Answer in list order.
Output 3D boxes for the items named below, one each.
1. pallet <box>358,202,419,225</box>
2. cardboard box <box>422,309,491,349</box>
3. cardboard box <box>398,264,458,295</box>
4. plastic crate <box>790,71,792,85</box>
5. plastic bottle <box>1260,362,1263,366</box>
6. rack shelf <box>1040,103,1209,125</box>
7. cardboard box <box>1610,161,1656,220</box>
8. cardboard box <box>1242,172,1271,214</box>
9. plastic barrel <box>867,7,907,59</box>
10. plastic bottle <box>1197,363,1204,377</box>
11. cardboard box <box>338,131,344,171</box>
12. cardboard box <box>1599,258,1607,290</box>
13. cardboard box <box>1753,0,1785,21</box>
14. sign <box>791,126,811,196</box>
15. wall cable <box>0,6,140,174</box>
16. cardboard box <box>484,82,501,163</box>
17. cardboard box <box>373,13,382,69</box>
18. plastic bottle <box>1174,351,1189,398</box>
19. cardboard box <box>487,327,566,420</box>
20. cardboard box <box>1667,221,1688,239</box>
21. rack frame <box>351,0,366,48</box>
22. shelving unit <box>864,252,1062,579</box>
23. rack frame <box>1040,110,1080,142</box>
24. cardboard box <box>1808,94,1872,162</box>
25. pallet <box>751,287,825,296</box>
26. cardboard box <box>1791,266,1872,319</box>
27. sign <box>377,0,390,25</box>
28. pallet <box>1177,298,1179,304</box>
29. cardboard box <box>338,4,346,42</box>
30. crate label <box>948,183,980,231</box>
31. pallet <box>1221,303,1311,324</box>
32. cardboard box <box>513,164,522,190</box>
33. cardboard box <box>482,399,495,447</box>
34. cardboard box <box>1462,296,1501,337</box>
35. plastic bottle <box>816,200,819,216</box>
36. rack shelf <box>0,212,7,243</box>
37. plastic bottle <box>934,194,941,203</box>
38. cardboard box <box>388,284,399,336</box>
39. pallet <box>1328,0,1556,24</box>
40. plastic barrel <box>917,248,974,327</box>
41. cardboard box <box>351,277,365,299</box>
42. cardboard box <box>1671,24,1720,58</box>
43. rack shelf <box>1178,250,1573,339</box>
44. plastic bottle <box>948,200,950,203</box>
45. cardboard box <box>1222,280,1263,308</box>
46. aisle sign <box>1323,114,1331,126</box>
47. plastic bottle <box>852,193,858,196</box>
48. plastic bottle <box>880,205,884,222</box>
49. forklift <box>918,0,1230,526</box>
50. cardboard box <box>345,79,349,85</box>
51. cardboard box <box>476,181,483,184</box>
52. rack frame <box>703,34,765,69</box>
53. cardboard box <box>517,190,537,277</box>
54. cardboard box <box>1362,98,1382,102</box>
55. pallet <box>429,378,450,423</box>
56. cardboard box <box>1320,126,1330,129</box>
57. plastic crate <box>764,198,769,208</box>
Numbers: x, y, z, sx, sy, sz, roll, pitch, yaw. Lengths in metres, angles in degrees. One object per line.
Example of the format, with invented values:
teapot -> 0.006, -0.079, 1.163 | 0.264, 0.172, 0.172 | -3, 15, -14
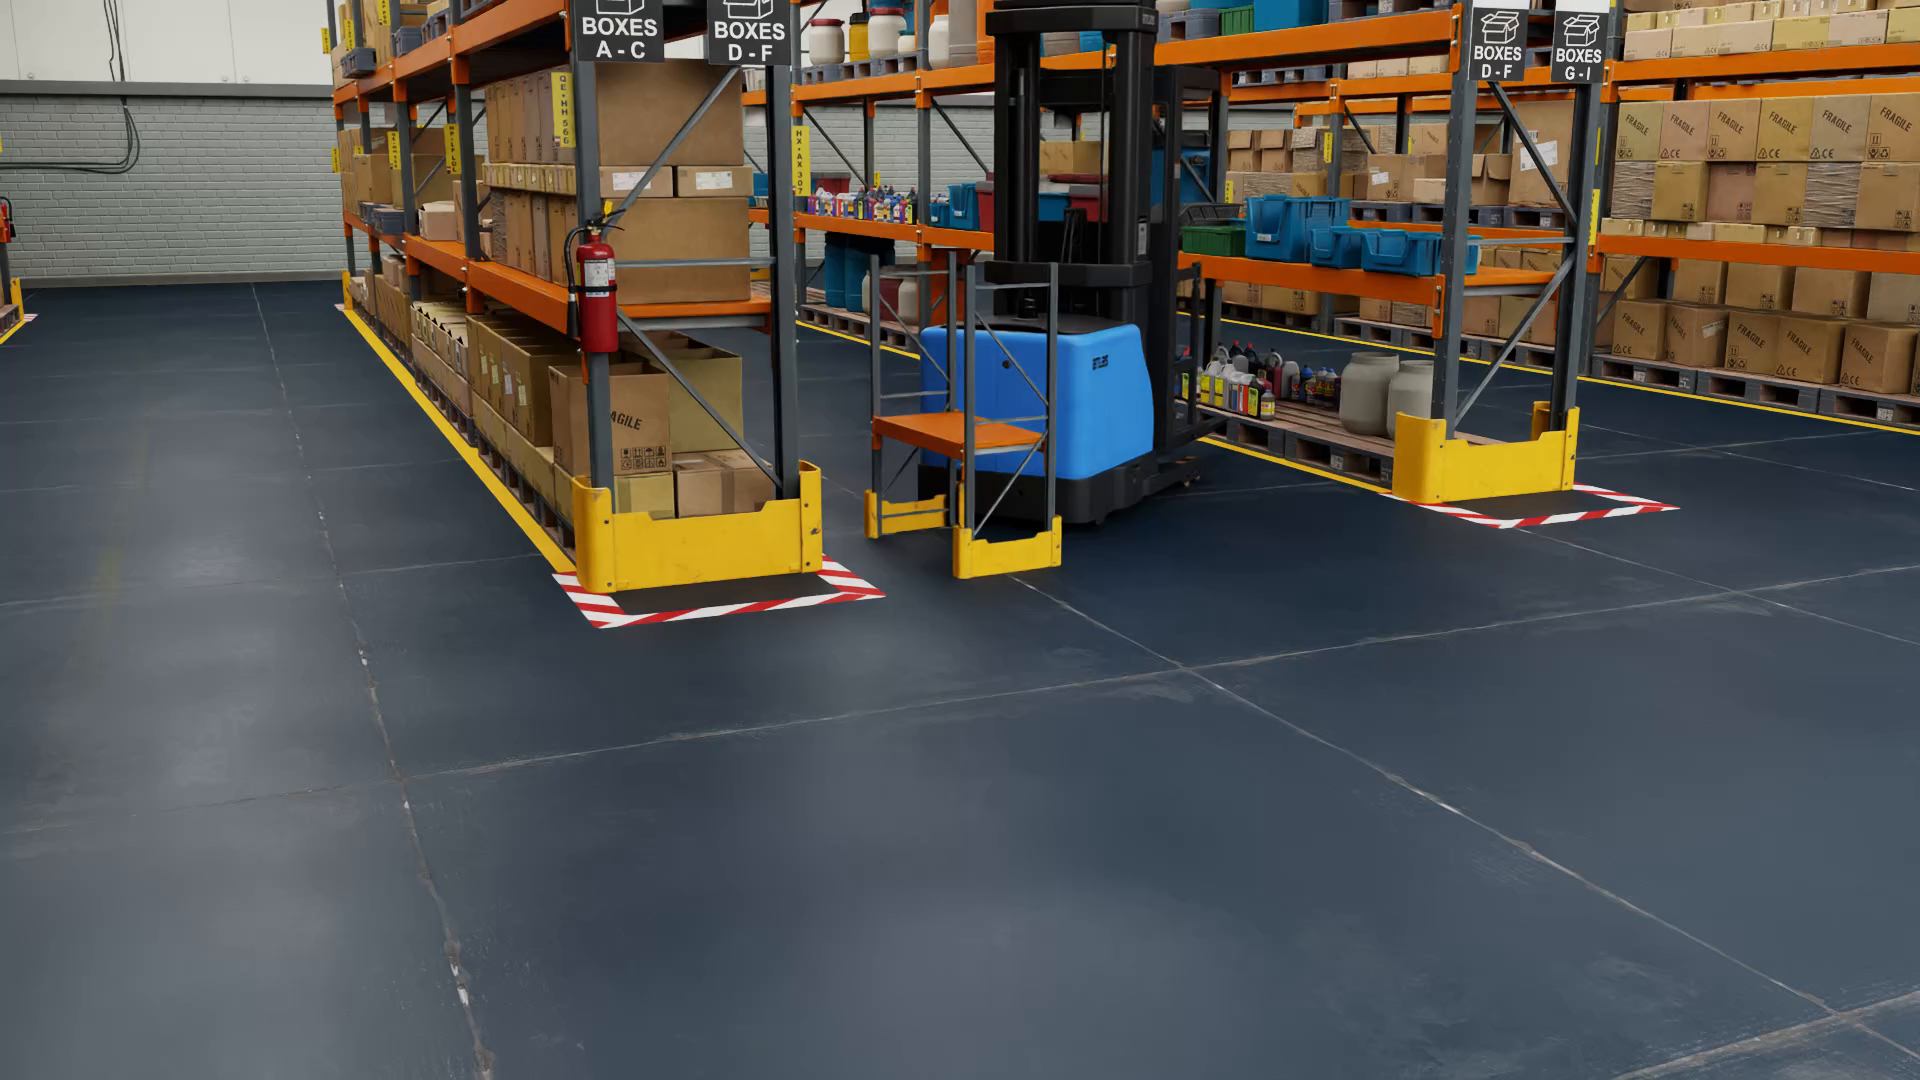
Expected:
pallet -> -5.862, -3.510, 17.809 | 1.003, 0.211, 1.213 | -6, 14, -23
cardboard box -> -4.118, -1.742, 13.668 | 0.500, 0.311, 0.500 | -6, 14, -24
cardboard box -> -5.096, -2.497, 15.912 | 0.500, 0.250, 0.500 | -5, 14, -21
plastic crate -> -1.988, -5.644, 20.419 | 0.450, 0.188, 0.662 | -6, 14, -23
plastic bottle -> 2.365, -1.287, 12.826 | 0.061, 0.283, 0.133 | -5, 14, -19
rack shelf -> 2.195, -6.197, 23.934 | 1.077, 0.370, 4.000 | -6, 14, -23
cardboard box -> 6.325, -3.115, 14.794 | 0.875, 0.500, 0.500 | -6, 14, -23
cardboard box -> 3.769, -4.185, 20.078 | 0.500, 0.500, 0.500 | -6, 14, -25
plastic barrel -> -0.788, -5.484, 18.026 | 0.433, 0.535, 0.433 | 0, 13, 0
plastic bottle -> 1.775, -1.187, 12.422 | 0.097, 0.271, 0.097 | 0, 13, 0
cardboard box -> -7.748, -5.025, 21.491 | 0.500, 0.500, 0.500 | -5, 14, -21
cardboard box -> 8.476, -3.480, 21.866 | 0.500, 0.500, 0.500 | -5, 14, -21
cardboard box -> 6.606, -4.241, 13.339 | 0.380, 0.149, 0.250 | -6, 14, -24
sign -> -0.764, -1.809, 7.936 | 0.100, 0.325, 0.005 | -6, 14, -23
wall cable -> -14.160, -6.768, 25.040 | 3.097, 2.526, 0.112 | -6, 14, -23
cardboard box -> -2.694, -2.715, 10.851 | 0.700, 0.500, 0.500 | -6, 14, -23
cardboard box -> -5.098, -4.762, 15.919 | 0.910, 0.500, 0.500 | -6, 14, -23
plastic bottle -> 1.682, -1.253, 12.530 | 0.144, 0.351, 0.185 | -6, 14, -25
cardboard box -> -2.578, -1.025, 10.152 | 0.500, 0.500, 0.500 | -6, 14, -23
cardboard box -> 6.334, -2.673, 14.324 | 0.380, 0.149, 0.250 | -6, 14, -23
rack frame -> -6.082, -6.701, 17.867 | 1.000, 3.000, 0.127 | -6, 14, -23
shelving unit -> -0.004, -0.677, 8.468 | 0.587, 1.500, 1.083 | -7, 15, -28
rack frame -> 1.394, -5.499, 25.977 | 1.000, 3.000, 0.127 | -6, 14, -23
cardboard box -> 6.953, -3.172, 12.823 | 0.500, 0.500, 0.500 | -6, 14, -23
pallet -> -2.364, -3.268, 22.520 | 1.003, 0.211, 1.213 | -6, 14, -23
cardboard box -> 10.072, -2.875, 18.698 | 1.050, 0.750, 0.750 | -6, 14, -23
sign -> -4.978, -4.617, 14.366 | 0.100, 0.325, 0.005 | -6, 14, -23
pallet -> 2.764, -3.478, 23.430 | 1.003, 0.211, 1.213 | -6, 14, -23
cardboard box -> -7.341, -6.387, 20.720 | 0.700, 0.500, 0.500 | -6, 14, -23
crate label -> 0.211, -3.186, 15.906 | 0.502, 0.435, 0.616 | -6, 14, -23
pallet -> 3.867, -2.909, 20.971 | 1.003, 0.211, 1.213 | -6, 14, -23
cardboard box -> -2.427, -2.152, 9.854 | 0.380, 0.149, 0.250 | -6, 14, -25
cardboard box -> -2.774, -0.764, 10.684 | 0.500, 0.250, 0.500 | -6, 14, -23
cardboard box -> 5.577, -2.361, 16.986 | 0.700, 0.500, 0.500 | -7, 15, -28
plastic bottle -> -1.669, -3.964, 19.787 | 0.097, 0.201, 0.097 | 0, 13, 0
rack shelf -> -11.420, -3.393, 18.473 | 1.077, 0.370, 4.000 | -6, 14, -23
plastic bottle -> -0.238, -3.703, 18.477 | 0.061, 0.283, 0.133 | -6, 14, -23
cardboard box -> -5.492, -2.336, 16.877 | 0.500, 0.500, 0.500 | -6, 14, -25
pallet -> 3.023, -3.295, 10.221 | 1.003, 0.211, 1.213 | -6, 14, -23
plastic barrel -> -0.151, -2.646, 17.530 | 0.600, 0.830, 0.708 | -6, 14, -23
cardboard box -> -7.526, -3.238, 21.332 | 0.500, 0.250, 0.500 | -6, 14, -23
cardboard box -> 6.363, -4.183, 13.972 | 0.500, 0.250, 0.500 | -6, 14, -23
rack shelf -> 2.464, -1.809, 11.628 | 1.077, 0.370, 4.000 | -6, 14, -23
plastic bottle -> -0.079, -3.571, 17.933 | 0.097, 0.271, 0.097 | 0, 13, 0
cardboard box -> 3.991, -3.345, 20.451 | 1.225, 0.875, 0.875 | -6, 14, -23
aisle sign -> 6.225, -7.235, 27.712 | 0.394, 0.787, 0.004 | -6, 14, -23
plastic bottle -> -1.195, -3.857, 19.158 | 0.152, 0.276, 0.135 | -6, 14, -23
plastic bottle -> -0.809, -3.521, 17.870 | 0.097, 0.201, 0.097 | 0, 13, 0
forklift -> 0.885, -1.794, 10.122 | 1.130, 2.935, 3.031 | 7, 15, 26
cardboard box -> -6.919, -5.450, 19.446 | 0.500, 0.250, 0.500 | -6, 14, -23
cardboard box -> -3.582, -2.547, 13.000 | 0.500, 0.500, 0.500 | -6, 14, -23
rack frame -> -3.144, -7.974, 23.368 | 1.000, 3.000, 0.127 | -6, 14, -23
cardboard box -> -2.279, -1.871, 10.080 | 0.700, 0.500, 0.500 | -5, 14, -22
cardboard box -> 6.547, -6.876, 25.609 | 0.500, 0.250, 0.500 | -6, 14, -23
pallet -> -3.701, -1.168, 13.450 | 1.003, 0.211, 1.213 | -6, 14, -23
cardboard box -> 6.124, -6.386, 26.712 | 0.500, 0.500, 0.500 | -5, 14, -21
plastic crate -> -2.236, -4.327, 21.392 | 0.437, 0.125, 0.590 | -6, 14, -23
